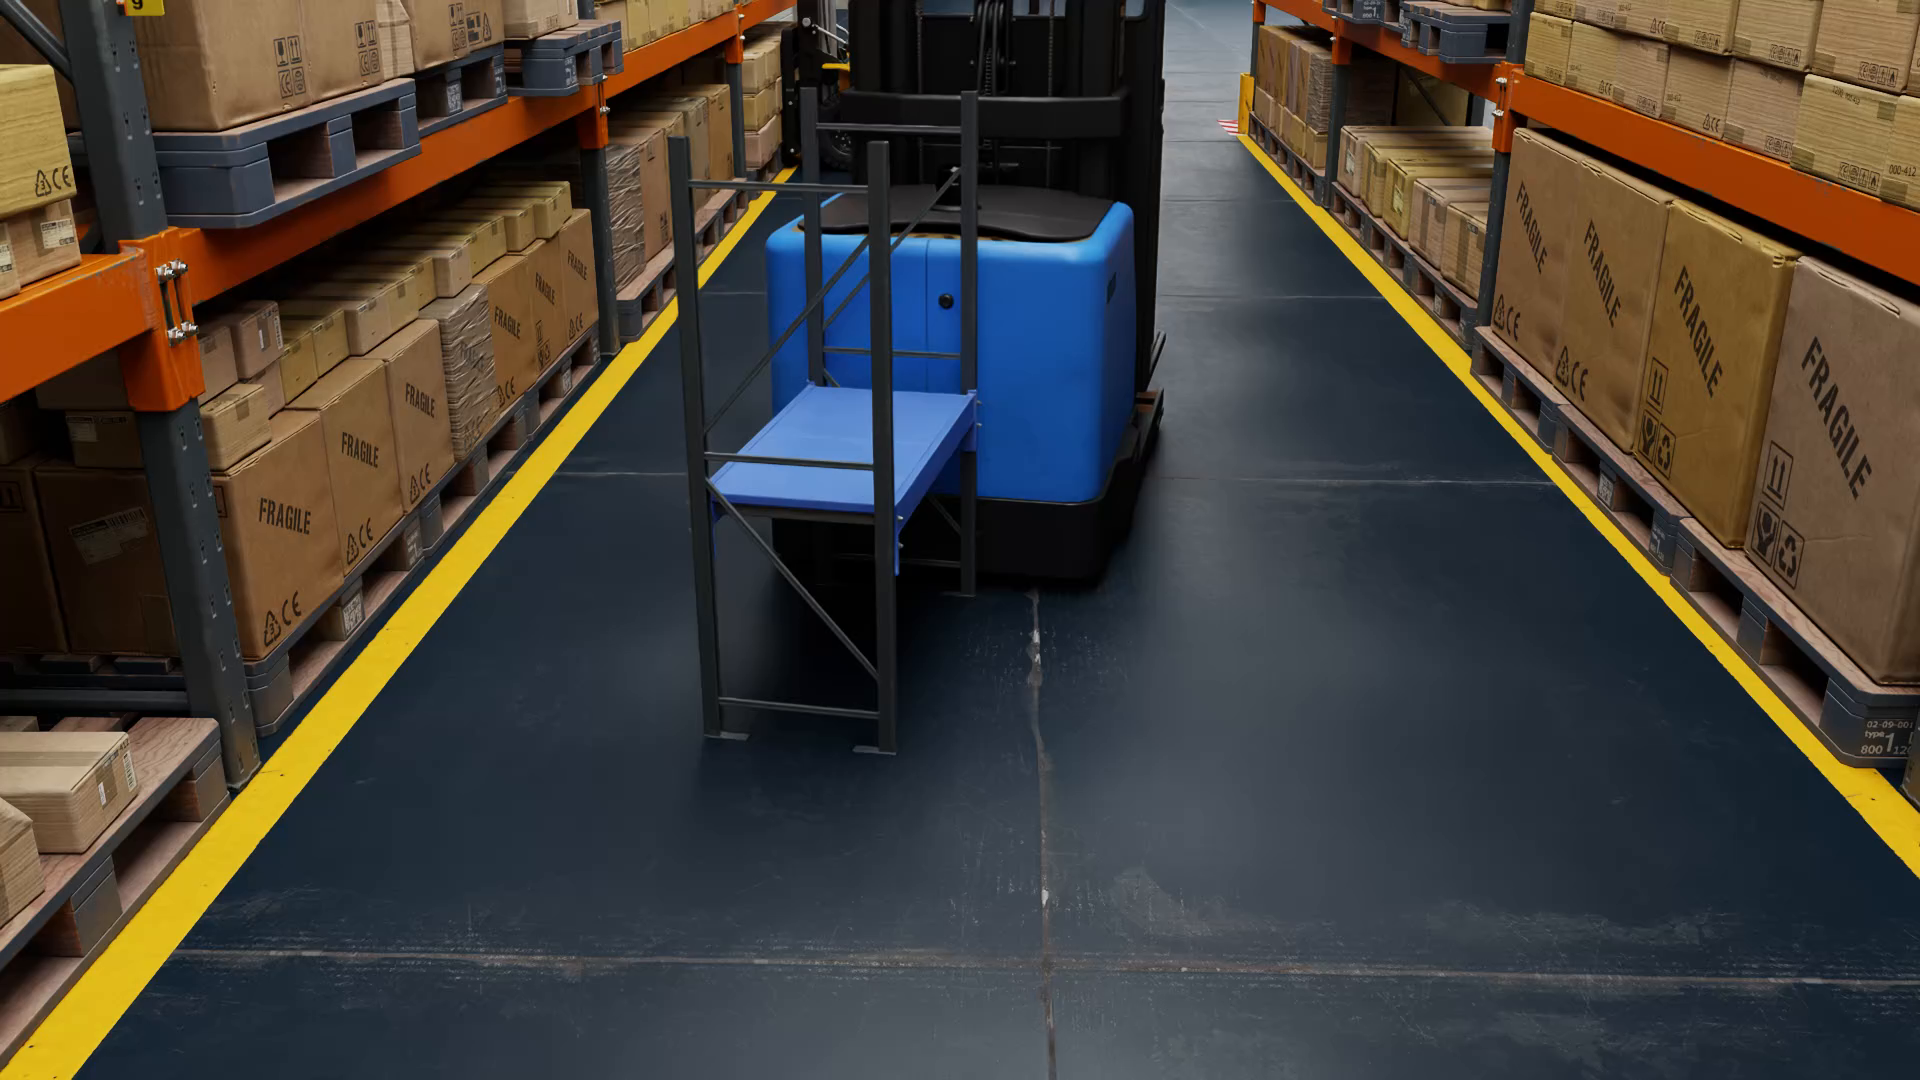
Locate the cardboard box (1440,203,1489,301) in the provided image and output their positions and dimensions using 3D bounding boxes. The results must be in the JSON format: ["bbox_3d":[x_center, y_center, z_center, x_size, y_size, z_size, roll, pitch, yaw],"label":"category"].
[{"bbox_3d":[2.894,-1.390,8.017,0.950,0.372,0.625,-1,21,-2],"label":"cardboard box"}]

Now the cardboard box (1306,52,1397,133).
[{"bbox_3d":[2.738,-3.142,11.664,0.500,0.500,0.500,0,21,1],"label":"cardboard box"}]

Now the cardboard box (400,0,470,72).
[{"bbox_3d":[-1.939,-1.708,5.066,0.700,0.500,0.500,1,21,1],"label":"cardboard box"}]

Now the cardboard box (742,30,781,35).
[{"bbox_3d":[-1.569,-4.004,13.540,0.500,0.250,0.500,1,21,2],"label":"cardboard box"}]

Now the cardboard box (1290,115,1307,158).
[{"bbox_3d":[2.744,-2.985,12.296,0.500,0.250,0.500,0,21,0],"label":"cardboard box"}]

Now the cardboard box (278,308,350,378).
[{"bbox_3d":[-2.018,-0.575,4.843,0.380,0.149,0.250,0,21,1],"label":"cardboard box"}]

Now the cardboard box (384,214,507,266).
[{"bbox_3d":[-1.940,-1.131,6.276,0.380,0.149,0.250,1,21,3],"label":"cardboard box"}]

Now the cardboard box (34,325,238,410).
[{"bbox_3d":[-2.001,-0.421,4.035,0.380,0.149,0.250,0,21,1],"label":"cardboard box"}]

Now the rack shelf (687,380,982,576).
[{"bbox_3d":[-0.300,-0.194,4.452,0.538,0.185,1.000,4,22,11],"label":"rack shelf"}]

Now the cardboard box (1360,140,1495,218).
[{"bbox_3d":[2.956,-2.183,10.060,0.950,0.372,0.625,2,21,5],"label":"cardboard box"}]

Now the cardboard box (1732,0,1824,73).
[{"bbox_3d":[2.533,-1.462,4.668,0.500,0.250,0.500,1,21,3],"label":"cardboard box"}]

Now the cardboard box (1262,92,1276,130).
[{"bbox_3d":[2.786,-3.549,13.749,0.500,0.250,0.500,1,21,4],"label":"cardboard box"}]

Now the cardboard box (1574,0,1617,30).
[{"bbox_3d":[2.587,-2.011,6.082,0.500,0.250,0.500,1,21,3],"label":"cardboard box"}]

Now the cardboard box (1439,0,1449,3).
[{"bbox_3d":[2.556,-2.695,8.096,0.380,0.149,0.250,0,21,-1],"label":"cardboard box"}]

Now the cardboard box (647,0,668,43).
[{"bbox_3d":[-1.808,-2.725,8.611,0.500,0.250,0.500,0,21,0],"label":"cardboard box"}]

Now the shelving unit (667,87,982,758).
[{"bbox_3d":[-0.300,-0.361,4.387,0.538,1.500,1.048,4,22,11],"label":"shelving unit"}]

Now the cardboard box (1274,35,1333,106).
[{"bbox_3d":[2.774,-3.704,13.112,0.500,0.500,0.500,1,21,3],"label":"cardboard box"}]

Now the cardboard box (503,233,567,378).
[{"bbox_3d":[-1.919,-0.963,6.739,0.500,0.500,0.500,0,21,1],"label":"cardboard box"}]

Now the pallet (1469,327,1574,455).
[{"bbox_3d":[2.767,-0.631,6.864,1.003,0.211,1.213,1,21,2],"label":"pallet"}]

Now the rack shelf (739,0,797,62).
[{"bbox_3d":[-1.913,-4.103,12.950,1.077,0.370,4.000,1,21,2],"label":"rack shelf"}]

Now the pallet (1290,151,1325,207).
[{"bbox_3d":[2.973,-2.605,11.950,1.003,0.211,1.213,1,21,2],"label":"pallet"}]

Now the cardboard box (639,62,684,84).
[{"bbox_3d":[-2.152,-3.275,11.661,0.500,0.250,0.500,1,21,3],"label":"cardboard box"}]

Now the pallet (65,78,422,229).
[{"bbox_3d":[-2.083,-1.021,4.278,1.003,0.211,1.213,1,21,2],"label":"pallet"}]

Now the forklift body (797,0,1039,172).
[{"bbox_3d":[-0.086,-4.060,13.019,2.313,2.155,1.214,1,21,2],"label":"forklift body"}]

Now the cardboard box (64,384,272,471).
[{"bbox_3d":[-1.940,-0.282,4.087,0.380,0.149,0.250,2,21,4],"label":"cardboard box"}]

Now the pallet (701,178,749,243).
[{"bbox_3d":[-1.957,-2.148,10.773,1.003,0.211,1.213,1,21,2],"label":"pallet"}]

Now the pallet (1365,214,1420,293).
[{"bbox_3d":[2.932,-1.638,9.458,1.003,0.211,1.213,1,21,2],"label":"pallet"}]

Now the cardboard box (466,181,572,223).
[{"bbox_3d":[-1.857,-1.420,7.020,0.380,0.149,0.250,0,21,-1],"label":"cardboard box"}]

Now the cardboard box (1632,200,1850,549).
[{"bbox_3d":[2.703,-0.526,5.095,0.875,0.875,0.875,1,21,3],"label":"cardboard box"}]

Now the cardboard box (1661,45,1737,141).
[{"bbox_3d":[2.569,-1.417,5.242,0.500,0.250,0.500,1,21,2],"label":"cardboard box"}]

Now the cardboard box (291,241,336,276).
[{"bbox_3d":[-2.408,-0.948,5.804,0.380,0.149,0.250,1,21,2],"label":"cardboard box"}]

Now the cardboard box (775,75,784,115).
[{"bbox_3d":[-1.610,-3.397,12.667,0.500,0.250,0.500,0,21,1],"label":"cardboard box"}]

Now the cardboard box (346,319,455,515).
[{"bbox_3d":[-1.951,-0.398,5.284,0.500,0.500,0.500,0,21,0],"label":"cardboard box"}]

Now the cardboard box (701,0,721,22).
[{"bbox_3d":[-1.737,-3.278,10.038,0.500,0.250,0.500,1,21,1],"label":"cardboard box"}]

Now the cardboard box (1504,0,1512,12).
[{"bbox_3d":[2.641,-2.415,7.373,0.380,0.149,0.250,1,21,4],"label":"cardboard box"}]

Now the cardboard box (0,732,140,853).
[{"bbox_3d":[-1.940,0.516,3.414,0.380,0.149,0.250,0,21,0],"label":"cardboard box"}]

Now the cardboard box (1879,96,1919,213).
[{"bbox_3d":[2.506,-0.864,3.817,0.500,0.250,0.500,0,21,0],"label":"cardboard box"}]

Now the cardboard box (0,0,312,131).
[{"bbox_3d":[-1.978,-1.237,3.852,0.700,0.500,0.500,1,21,3],"label":"cardboard box"}]

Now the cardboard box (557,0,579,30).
[{"bbox_3d":[-1.732,-2.106,6.575,0.380,0.149,0.250,1,21,3],"label":"cardboard box"}]

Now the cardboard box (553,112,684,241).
[{"bbox_3d":[-2.030,-2.062,9.400,0.875,0.625,0.625,0,21,-1],"label":"cardboard box"}]

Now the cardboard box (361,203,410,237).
[{"bbox_3d":[-2.385,-1.230,6.530,0.380,0.149,0.250,1,21,2],"label":"cardboard box"}]

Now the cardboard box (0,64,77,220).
[{"bbox_3d":[-1.988,-0.704,2.993,0.500,0.250,0.500,1,21,3],"label":"cardboard box"}]

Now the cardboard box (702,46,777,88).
[{"bbox_3d":[-1.619,-3.451,12.115,0.500,0.250,0.500,1,21,2],"label":"cardboard box"}]

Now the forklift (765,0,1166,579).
[{"bbox_3d":[0.205,-1.750,5.986,1.130,2.935,3.031,4,22,11],"label":"forklift"}]

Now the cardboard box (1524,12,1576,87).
[{"bbox_3d":[2.600,-1.971,6.670,0.500,0.250,0.500,0,21,1],"label":"cardboard box"}]

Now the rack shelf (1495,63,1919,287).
[{"bbox_3d":[2.806,-1.157,5.358,1.077,0.370,4.000,1,21,2],"label":"rack shelf"}]

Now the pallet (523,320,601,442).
[{"bbox_3d":[-2.156,-0.699,7.039,1.003,0.211,1.213,1,21,2],"label":"pallet"}]

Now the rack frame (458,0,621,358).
[{"bbox_3d":[-2.095,-2.269,7.229,1.000,3.000,0.127,1,21,2],"label":"rack frame"}]

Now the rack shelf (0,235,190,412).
[{"bbox_3d":[-2.278,0.236,1.768,1.077,0.370,4.000,1,21,2],"label":"rack shelf"}]

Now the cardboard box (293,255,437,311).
[{"bbox_3d":[-1.984,-0.853,5.558,0.380,0.149,0.250,1,21,2],"label":"cardboard box"}]

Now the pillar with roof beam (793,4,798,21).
[{"bbox_3d":[1.894,-12.008,24.035,9.100,9.000,0.400,1,21,2],"label":"pillar with roof beam"}]

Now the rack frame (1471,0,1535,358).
[{"bbox_3d":[2.866,-2.215,7.092,1.000,3.000,0.127,1,21,2],"label":"rack frame"}]

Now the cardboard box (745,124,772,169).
[{"bbox_3d":[-1.628,-2.800,11.819,0.500,0.250,0.500,1,21,2],"label":"cardboard box"}]

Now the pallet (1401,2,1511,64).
[{"bbox_3d":[2.782,-2.385,7.793,1.213,0.211,1.003,1,21,2],"label":"pallet"}]

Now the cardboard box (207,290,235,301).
[{"bbox_3d":[-2.449,-0.666,5.078,0.380,0.149,0.250,1,21,3],"label":"cardboard box"}]
